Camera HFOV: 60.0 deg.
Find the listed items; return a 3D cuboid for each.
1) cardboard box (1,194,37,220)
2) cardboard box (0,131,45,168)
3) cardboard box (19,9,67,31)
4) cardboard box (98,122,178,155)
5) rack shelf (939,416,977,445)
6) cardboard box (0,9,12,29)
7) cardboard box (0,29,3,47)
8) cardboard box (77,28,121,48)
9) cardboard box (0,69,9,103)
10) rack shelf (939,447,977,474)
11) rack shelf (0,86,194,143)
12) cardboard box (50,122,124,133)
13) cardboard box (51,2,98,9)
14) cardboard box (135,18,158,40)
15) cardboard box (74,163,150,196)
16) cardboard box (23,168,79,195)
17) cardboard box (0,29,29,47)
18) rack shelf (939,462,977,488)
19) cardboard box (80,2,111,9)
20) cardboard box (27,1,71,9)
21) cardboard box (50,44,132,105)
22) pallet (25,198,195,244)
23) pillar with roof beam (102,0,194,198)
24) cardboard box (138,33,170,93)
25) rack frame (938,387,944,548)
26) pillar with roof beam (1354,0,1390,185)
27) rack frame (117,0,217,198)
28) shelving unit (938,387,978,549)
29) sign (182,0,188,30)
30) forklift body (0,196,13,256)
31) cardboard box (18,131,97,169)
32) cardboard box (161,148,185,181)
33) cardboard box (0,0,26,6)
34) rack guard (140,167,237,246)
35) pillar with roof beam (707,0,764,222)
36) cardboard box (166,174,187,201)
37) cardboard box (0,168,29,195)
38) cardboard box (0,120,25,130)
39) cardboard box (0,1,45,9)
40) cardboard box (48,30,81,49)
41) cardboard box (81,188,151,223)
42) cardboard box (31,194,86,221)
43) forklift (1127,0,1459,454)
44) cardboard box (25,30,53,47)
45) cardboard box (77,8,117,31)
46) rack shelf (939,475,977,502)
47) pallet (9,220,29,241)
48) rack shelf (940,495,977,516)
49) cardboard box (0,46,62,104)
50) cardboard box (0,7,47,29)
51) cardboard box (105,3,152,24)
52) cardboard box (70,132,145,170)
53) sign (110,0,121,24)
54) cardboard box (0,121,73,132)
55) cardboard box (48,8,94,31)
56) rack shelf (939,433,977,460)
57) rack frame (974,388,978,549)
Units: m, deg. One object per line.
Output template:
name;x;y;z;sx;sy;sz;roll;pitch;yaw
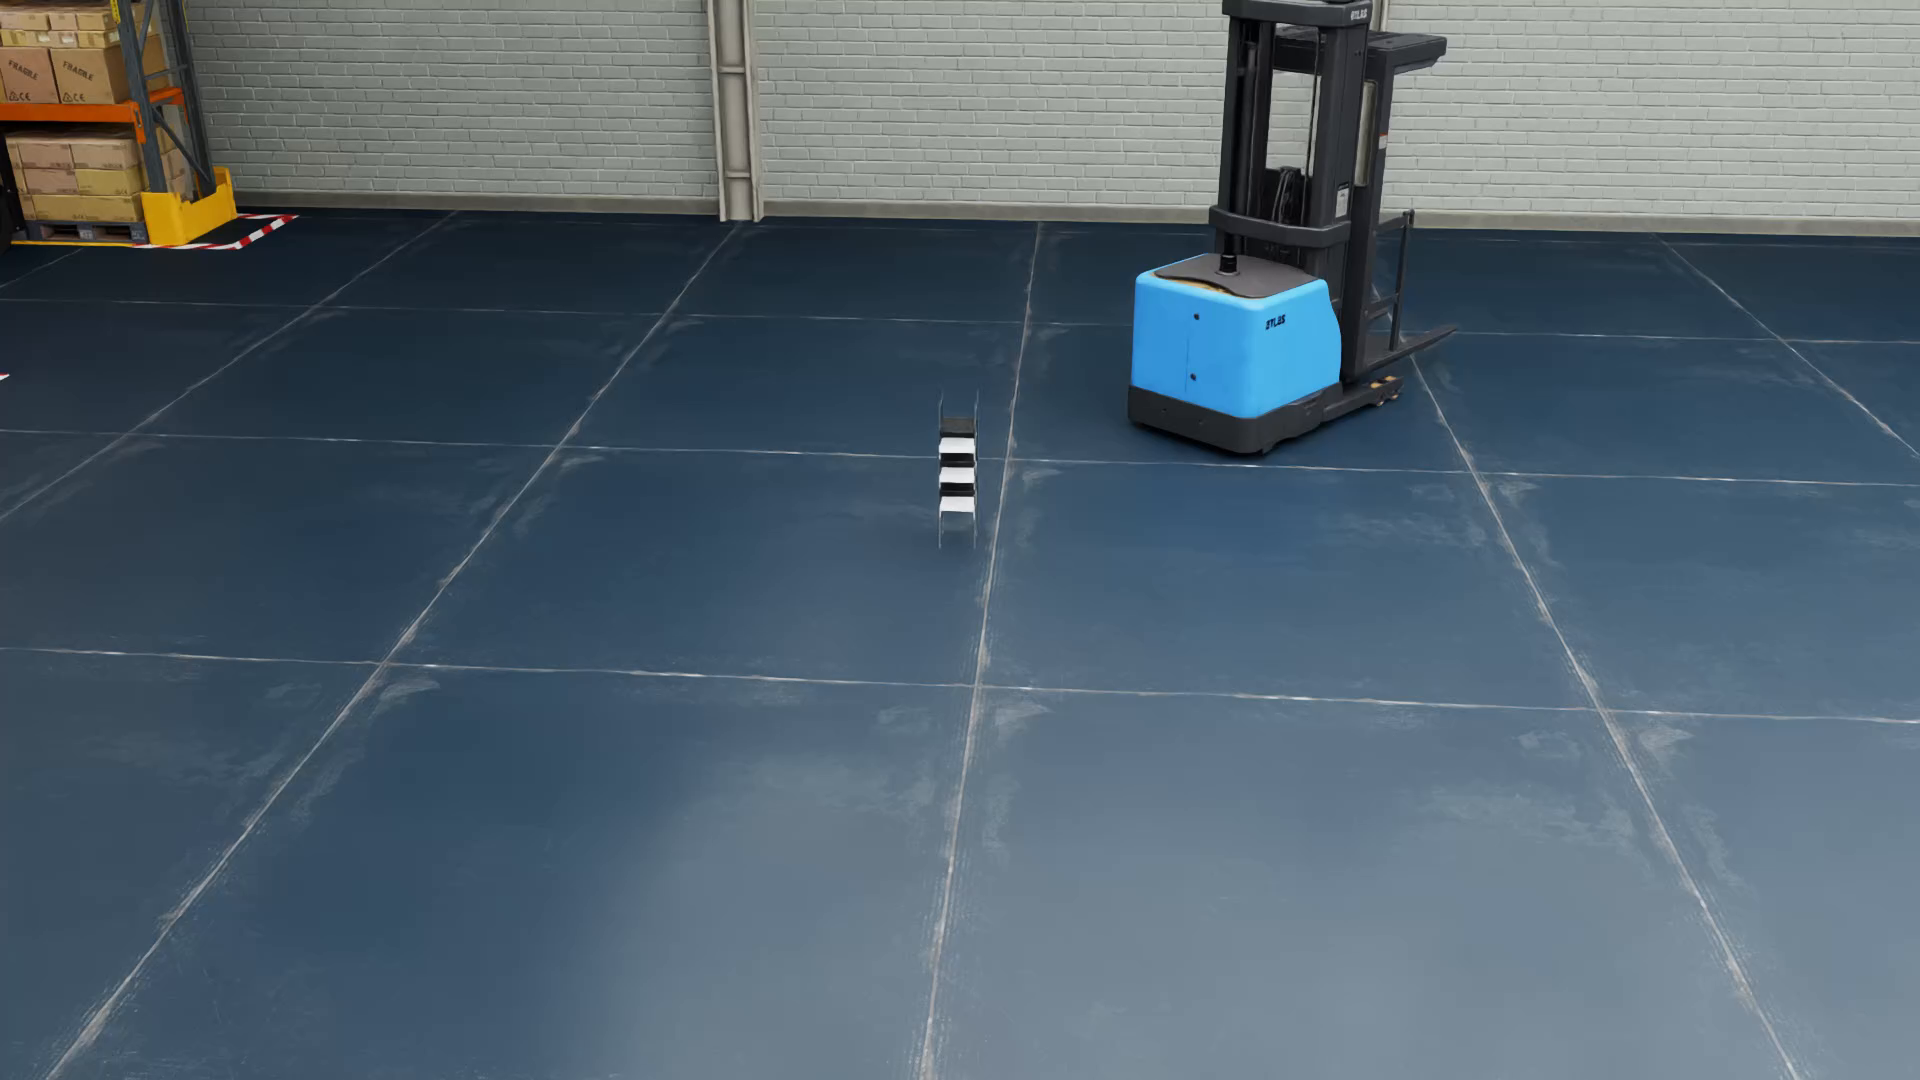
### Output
cardboard box;-9.044;-3.279;16.075;0.500;0.250;0.500;2;25;5
cardboard box;-9.055;-3.721;15.839;0.500;0.250;0.500;2;25;5
cardboard box;-8.443;-4.805;15.354;0.250;0.149;0.380;2;25;5
cardboard box;-8.023;-3.905;16.238;0.500;0.250;0.500;1;25;3
rack shelf;-0.008;-0.624;9.464;0.200;0.077;0.258;2;25;4
cardboard box;-8.954;-4.807;15.356;0.250;0.149;0.380;2;25;5
cardboard box;-8.953;-4.680;15.437;0.250;0.149;0.380;1;25;2
cardboard box;-7.926;-4.649;15.369;0.250;0.149;0.380;2;25;5
cardboard box;-9.097;-4.403;15.611;0.500;0.500;0.500;1;25;3
rack shelf;-0.008;-0.461;9.539;0.200;0.077;0.258;2;25;4
rack shelf;-9.553;-4.152;16.045;4.000;0.370;1.077;2;25;4
cardboard box;-8.522;-3.919;16.270;0.500;0.250;0.500;2;25;4
cardboard box;-8.400;-5.015;15.808;0.250;0.149;0.380;2;25;5
cardboard box;-7.877;-4.874;15.858;0.250;0.149;0.380;1;25;3
cardboard box;-8.068;-3.469;15.889;0.500;0.250;0.500;2;25;3
cardboard box;-8.567;-3.489;15.933;0.500;0.250;0.500;2;25;3
cardboard box;-8.683;-4.691;15.461;0.250;0.149;0.380;2;25;4
rack shelf;-0.008;-0.379;9.576;0.200;0.077;0.258;2;25;4
cardboard box;-8.137;-5.024;15.829;0.250;0.149;0.380;3;25;6
cardboard box;-8.645;-5.029;15.839;0.250;0.149;0.380;2;25;4
cardboard box;-8.069;-4.366;15.531;0.500;0.500;0.500;1;25;3
pallet;-8.324;-3.155;16.354;1.213;0.211;1.003;2;25;4
pillar with roof beam;-8.513;-5.744;11.467;0.400;9.000;9.100;2;25;4
cardboard box;-8.031;-4.592;16.021;0.500;0.500;0.500;3;25;6
rack frame;-0.109;-0.412;9.570;0.006;0.900;0.240;2;25;4
pillar with roof beam;3.451;-5.360;10.632;0.400;9.000;9.100;2;25;4
rack frame;-7.559;-4.415;15.756;0.127;3.000;1.000;2;25;4
shelving unit;-0.008;-0.409;9.562;0.210;0.900;0.258;2;25;4
sign;-7.510;-5.075;16.060;0.005;0.325;0.100;2;25;4
forklift body;-9.589;-3.329;14.412;1.214;2.155;2.313;2;25;4
cardboard box;-8.551;-3.709;15.813;0.500;0.250;0.500;2;25;5
cardboard box;-8.011;-3.685;16.359;0.500;0.250;0.500;2;25;5
cardboard box;-9.164;-5.076;15.942;0.250;0.149;0.380;1;25;3
rack guard;-7.535;-3.278;16.276;0.348;0.500;1.175;2;25;4
pillar with roof beam;-2.531;-5.552;11.050;0.400;9.000;9.100;2;25;4
cardboard box;-8.033;-3.453;16.454;0.500;0.250;0.500;2;25;4
cardboard box;-9.083;-3.497;15.950;0.500;0.250;0.500;1;25;3
cardboard box;-9.530;-3.959;16.356;0.500;0.250;0.500;1;25;3
cardboard box;-8.910;-5.027;15.834;0.250;0.149;0.380;3;25;6
cardboard box;-8.183;-4.645;15.360;0.250;0.149;0.380;2;25;5
cardboard box;-8.051;-3.240;15.989;0.500;0.250;0.500;2;25;4
cardboard box;-8.546;-3.259;16.032;0.500;0.250;0.500;2;25;4
forklift;2.539;-2.416;11.495;1.130;2.935;3.031;22;33;39
cardboard box;-8.437;-4.679;15.434;0.250;0.149;0.380;2;25;5
cardboard box;-7.932;-4.813;15.371;0.250;0.149;0.380;2;25;4
rack shelf;-0.008;-0.297;9.614;0.200;0.077;0.258;2;25;4
pallet;-9.537;-3.195;16.441;1.213;0.211;1.003;2;25;4
rack shelf;-0.008;-0.215;9.652;0.200;0.077;0.258;2;25;4
cardboard box;-8.586;-4.387;15.576;0.500;0.500;0.500;3;25;6
cardboard box;-8.686;-4.844;15.438;0.250;0.149;0.380;2;25;4
cardboard box;-7.877;-4.990;15.754;0.250;0.149;0.380;1;25;3
cardboard box;-8.042;-3.695;15.783;0.500;0.250;0.500;3;25;6
sign;-7.614;-4.822;14.974;0.005;0.325;0.100;2;25;4
cardboard box;-9.020;-3.940;16.314;0.500;0.250;0.500;2;25;4
cardboard box;-8.180;-4.808;15.360;0.250;0.149;0.380;2;25;4
rack shelf;-0.008;-0.542;9.501;0.200;0.077;0.258;2;25;4
rack frame;0.093;-0.406;9.555;0.006;0.900;0.240;2;25;4
